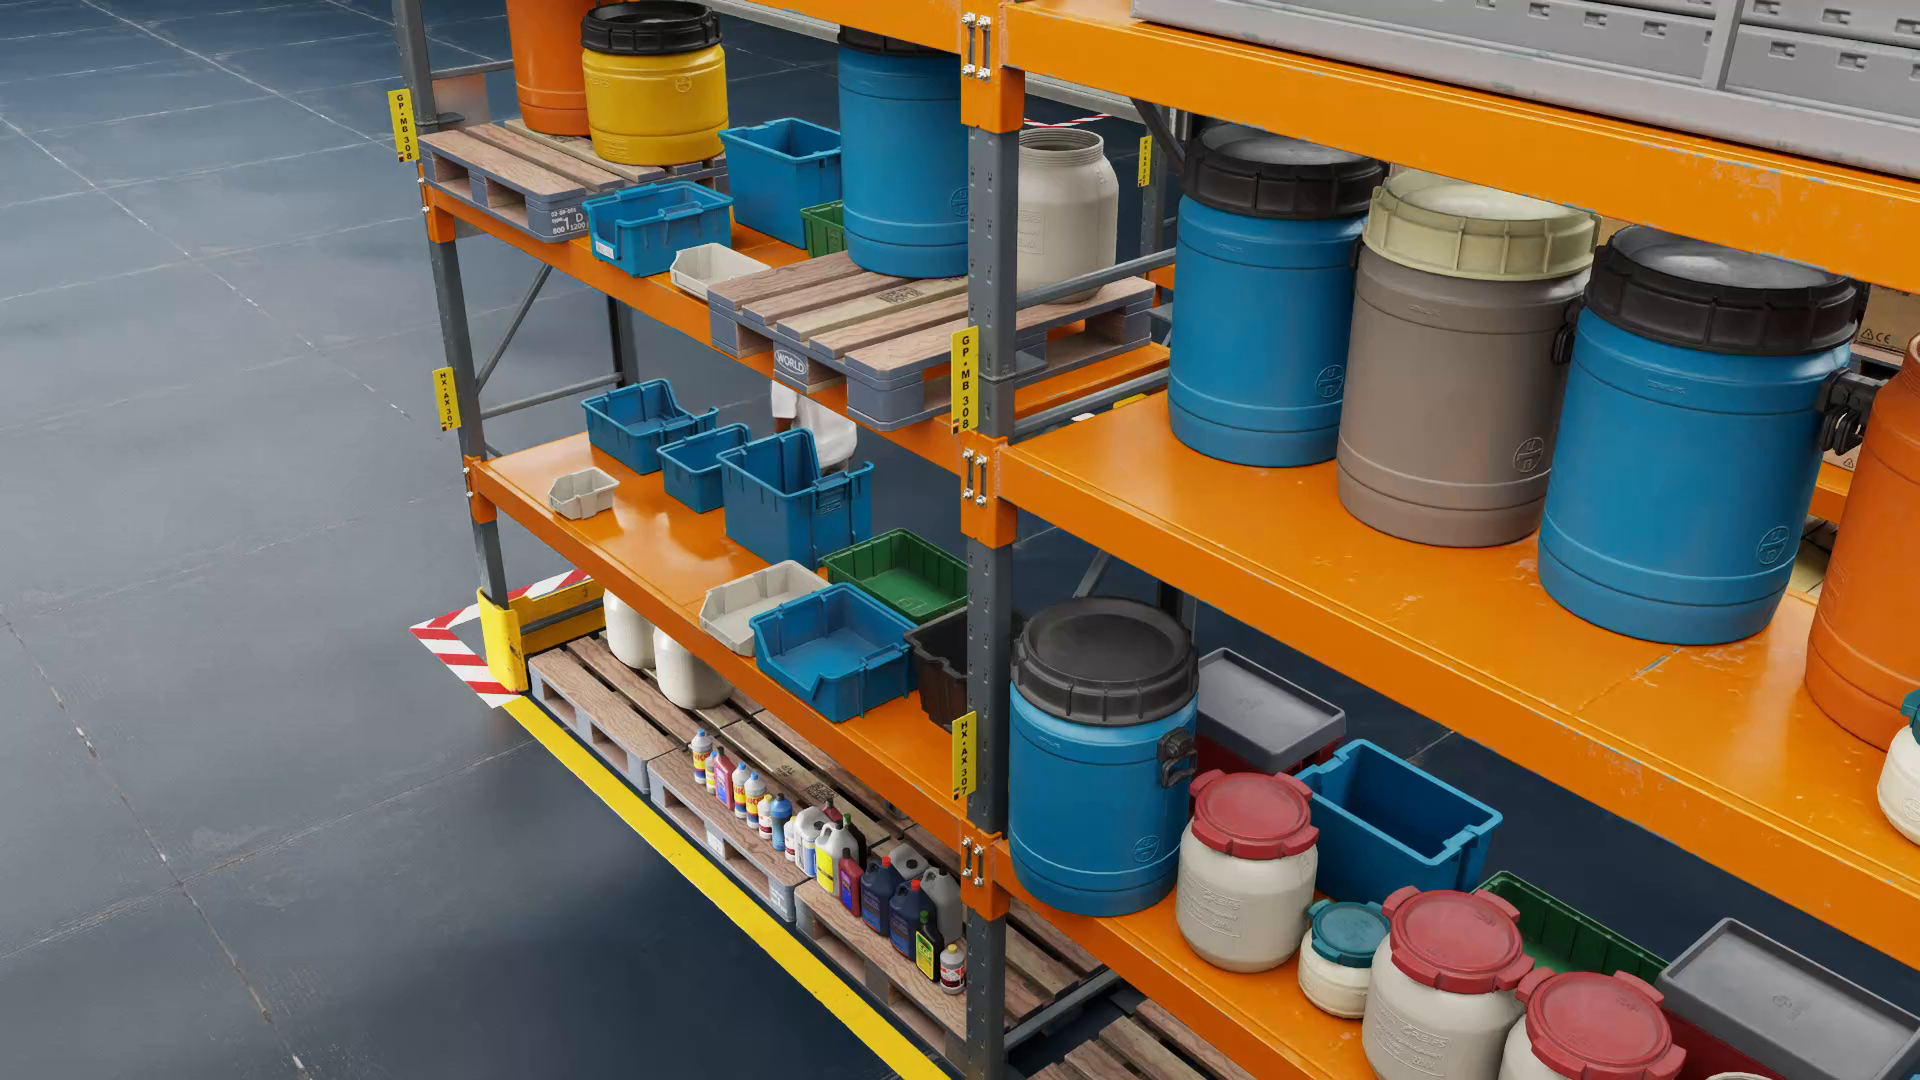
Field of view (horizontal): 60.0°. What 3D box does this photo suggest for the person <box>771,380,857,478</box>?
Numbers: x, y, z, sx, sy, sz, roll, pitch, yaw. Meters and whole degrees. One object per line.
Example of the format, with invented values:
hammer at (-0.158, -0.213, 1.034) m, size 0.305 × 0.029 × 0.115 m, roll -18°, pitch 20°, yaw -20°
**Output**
person at (-0.842, -0.535, 9.607) m, size 0.636 × 1.761 × 0.454 m, roll -24°, pitch 36°, yaw -37°
